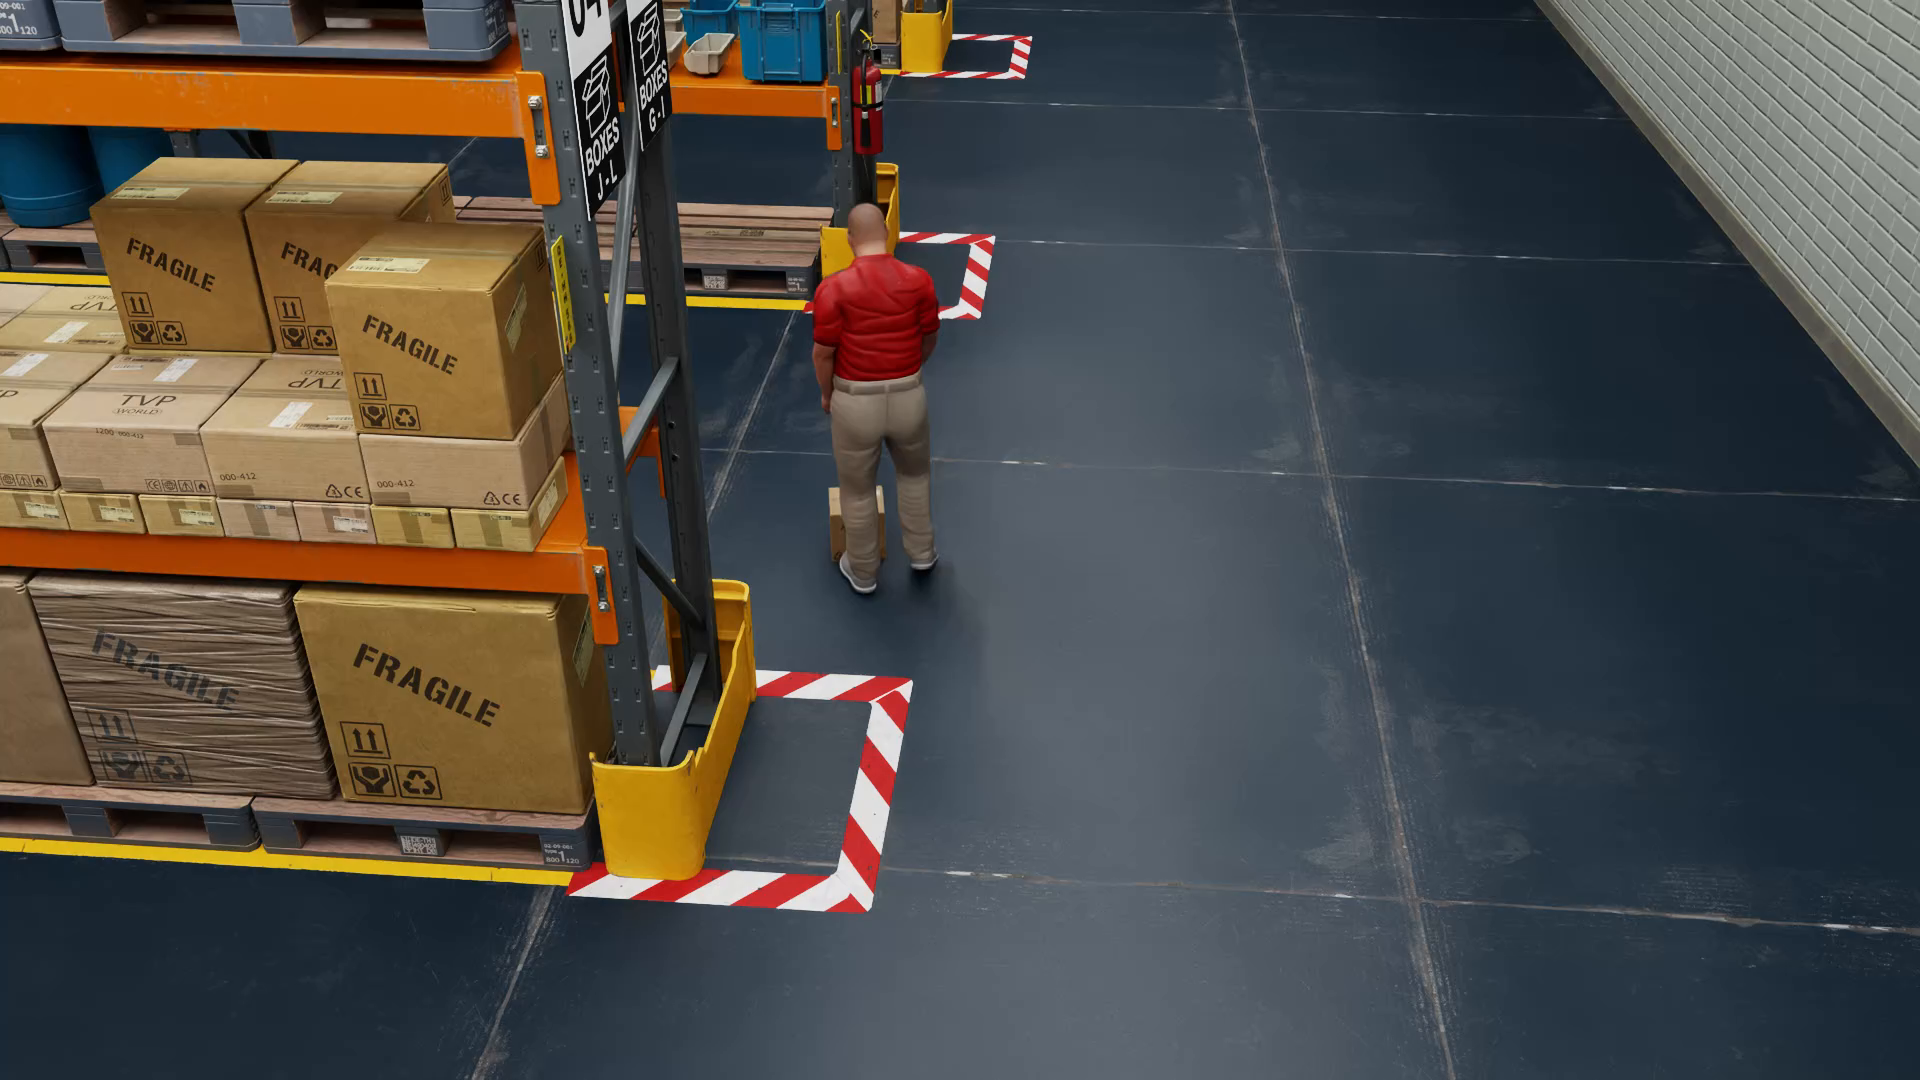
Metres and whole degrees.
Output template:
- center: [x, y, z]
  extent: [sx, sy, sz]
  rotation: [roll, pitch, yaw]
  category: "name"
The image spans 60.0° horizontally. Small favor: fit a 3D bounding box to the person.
- center: [-0.345, -0.578, 7.109]
  extent: [0.580, 1.762, 0.536]
  rotation: [-10, 33, -15]
  category: "person"
